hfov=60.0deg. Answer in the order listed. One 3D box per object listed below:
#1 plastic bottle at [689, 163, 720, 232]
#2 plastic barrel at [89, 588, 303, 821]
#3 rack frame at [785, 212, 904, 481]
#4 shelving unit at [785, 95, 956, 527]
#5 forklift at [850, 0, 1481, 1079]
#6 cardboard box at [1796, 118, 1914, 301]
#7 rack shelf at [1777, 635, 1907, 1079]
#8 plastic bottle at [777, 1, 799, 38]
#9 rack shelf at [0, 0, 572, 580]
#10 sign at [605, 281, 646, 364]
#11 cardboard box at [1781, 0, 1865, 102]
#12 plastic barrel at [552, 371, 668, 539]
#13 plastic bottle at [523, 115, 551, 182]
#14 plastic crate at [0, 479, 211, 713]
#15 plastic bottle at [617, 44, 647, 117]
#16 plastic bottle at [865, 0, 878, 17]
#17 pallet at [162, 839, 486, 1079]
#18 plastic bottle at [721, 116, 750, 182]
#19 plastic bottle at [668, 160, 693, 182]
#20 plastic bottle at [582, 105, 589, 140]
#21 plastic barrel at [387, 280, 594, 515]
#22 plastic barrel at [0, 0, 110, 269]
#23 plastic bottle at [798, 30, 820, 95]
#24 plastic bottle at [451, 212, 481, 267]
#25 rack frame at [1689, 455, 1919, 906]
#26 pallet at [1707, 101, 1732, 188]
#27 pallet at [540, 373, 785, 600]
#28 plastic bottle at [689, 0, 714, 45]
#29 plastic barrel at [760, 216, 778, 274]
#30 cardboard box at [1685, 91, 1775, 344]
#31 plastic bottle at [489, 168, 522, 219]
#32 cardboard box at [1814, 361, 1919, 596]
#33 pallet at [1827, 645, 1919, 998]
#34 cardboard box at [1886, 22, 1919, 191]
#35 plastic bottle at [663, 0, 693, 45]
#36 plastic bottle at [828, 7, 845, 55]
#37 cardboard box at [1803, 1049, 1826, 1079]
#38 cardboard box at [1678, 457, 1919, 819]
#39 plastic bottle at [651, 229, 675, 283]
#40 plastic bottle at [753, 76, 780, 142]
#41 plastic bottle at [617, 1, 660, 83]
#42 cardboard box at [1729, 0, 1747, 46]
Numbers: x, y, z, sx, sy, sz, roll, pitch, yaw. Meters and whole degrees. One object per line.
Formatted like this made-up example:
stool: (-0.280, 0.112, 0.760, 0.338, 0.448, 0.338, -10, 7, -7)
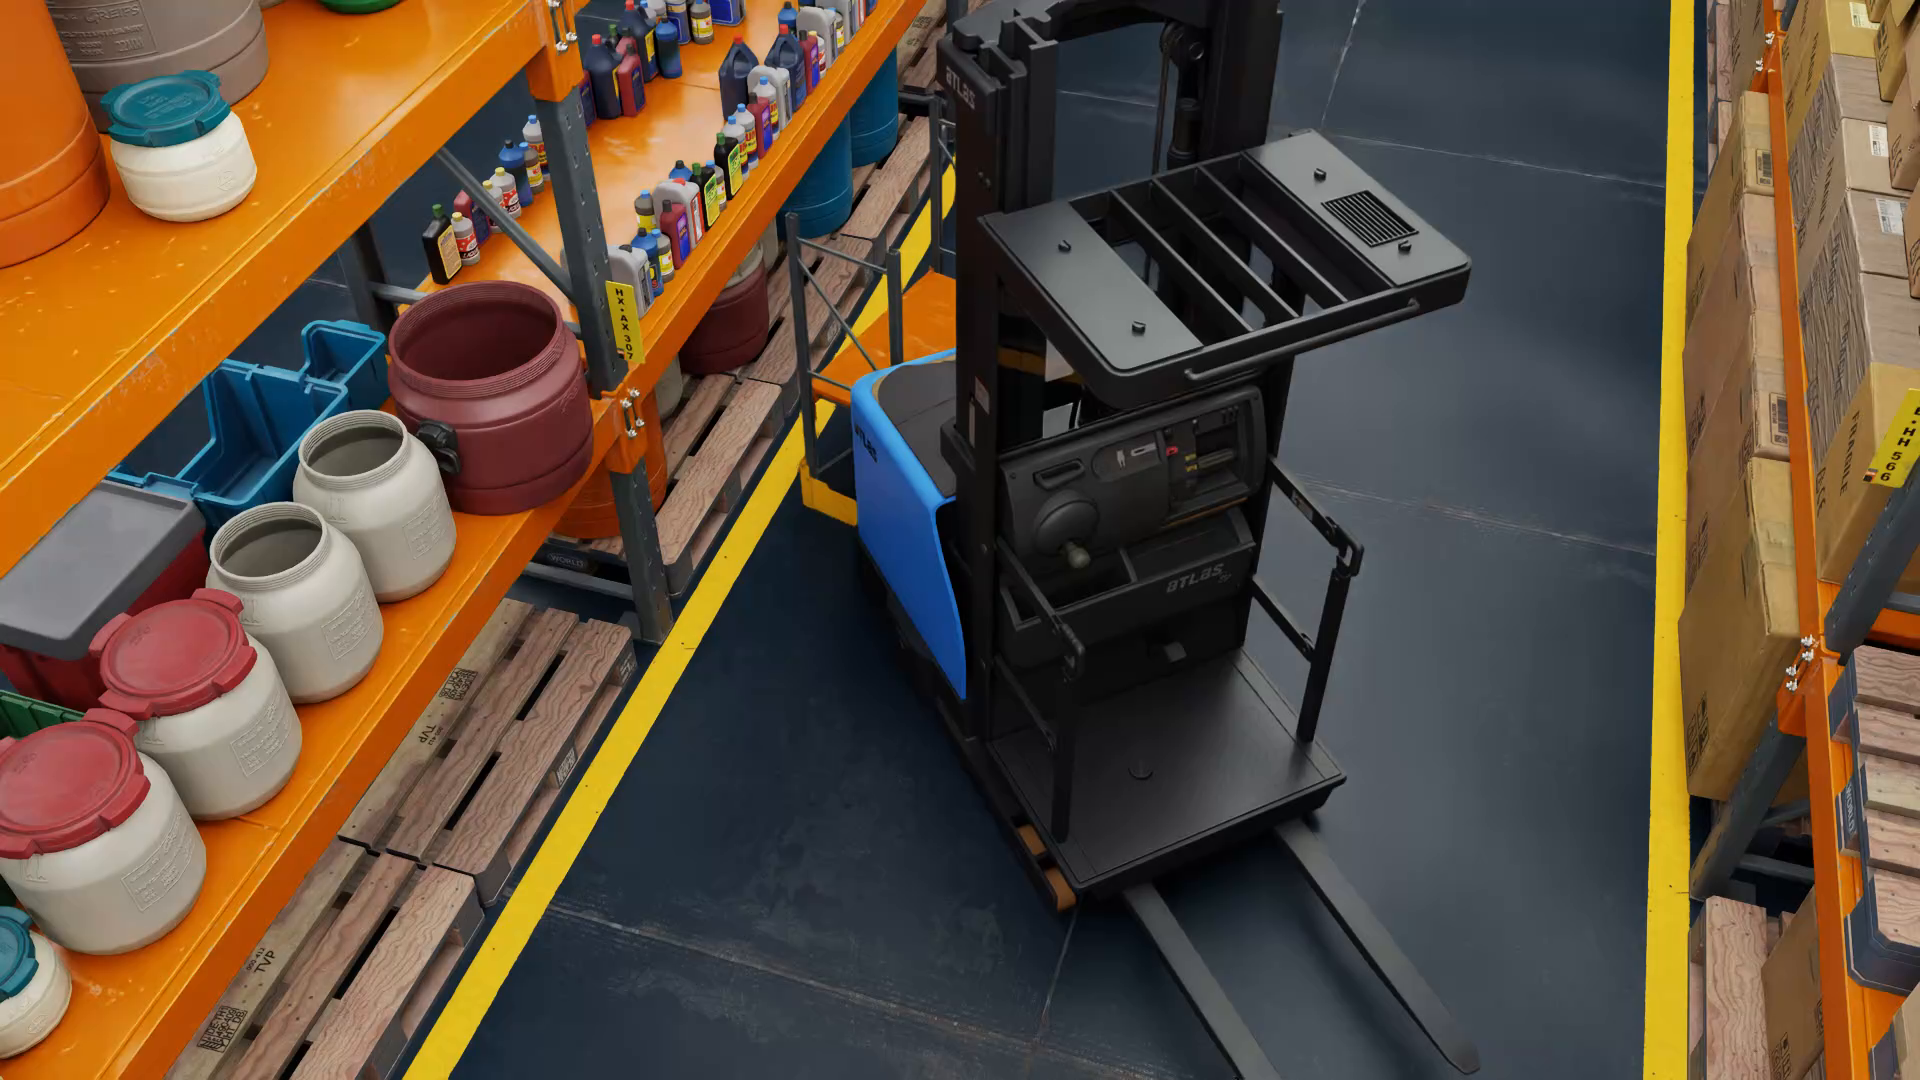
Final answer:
plastic bottle: (-0.997, -1.355, 6.473, 0.061, 0.283, 0.133, 13, 46, 13)
plastic barrel: (-2.020, 0.460, 4.437, 0.433, 0.535, 0.433, 0, 44, 0)
rack frame: (-0.438, -0.603, 6.692, 0.500, 1.500, 0.032, 23, 49, 22)
shelving unit: (-0.168, -0.911, 7.008, 0.587, 1.500, 1.083, 23, 49, 22)
forklift: (0.664, -0.106, 5.161, 1.130, 2.935, 3.031, -19, 47, -18)
cardboard box: (3.439, -1.174, 6.133, 0.500, 0.500, 0.500, 13, 46, 13)
rack shelf: (2.454, 1.850, 3.628, 1.077, 0.370, 4.000, 13, 46, 13)
plastic bottle: (-0.759, -2.268, 7.414, 0.097, 0.271, 0.097, 0, 44, 0)
rack shelf: (-2.266, -0.271, 3.651, 1.077, 0.370, 4.000, 13, 46, 13)
sign: (-1.134, -0.736, 5.639, 0.100, 0.325, 0.005, 13, 46, 13)
cardboard box: (3.894, -2.188, 7.169, 0.500, 0.500, 0.500, 13, 46, 13)
plastic barrel: (-1.528, -0.493, 6.760, 0.600, 0.830, 0.708, 13, 46, 13)
plastic bottle: (-1.704, -1.589, 6.721, 0.097, 0.271, 0.097, 0, 44, 0)
plastic crate: (-2.441, 0.200, 4.754, 0.402, 0.464, 0.583, 13, 46, 13)
plastic bottle: (-1.405, -1.962, 7.093, 0.061, 0.283, 0.133, 13, 46, 13)
plastic bottle: (-0.471, -2.632, 7.730, 0.144, 0.351, 0.185, 13, 46, 13)
pallet: (-2.303, 1.526, 5.438, 1.003, 0.211, 1.213, 13, 46, 13)
plastic bottle: (-0.910, -1.586, 6.717, 0.097, 0.271, 0.097, 0, 44, 0)
plastic bottle: (-1.078, -1.356, 6.482, 0.097, 0.271, 0.097, 0, 44, 0)
plastic bottle: (-1.616, -1.759, 6.944, 0.097, 0.201, 0.097, 0, 44, 0)
plastic barrel: (-1.512, -0.464, 5.381, 0.600, 0.536, 0.708, 13, 46, 13)
plastic barrel: (-2.314, -1.077, 3.653, 0.600, 0.830, 0.708, 13, 46, 13)
plastic bottle: (-0.661, -2.095, 7.228, 0.061, 0.283, 0.133, 13, 46, 13)
plastic bottle: (-1.892, -1.151, 6.323, 0.097, 0.201, 0.097, 0, 44, 0)
rack frame: (3.060, 0.260, 4.739, 1.000, 3.000, 0.127, 13, 46, 13)
pallet: (4.576, -1.900, 8.940, 1.003, 0.211, 1.213, 13, 46, 13)
pallet: (-1.461, -0.327, 7.332, 1.003, 0.211, 1.213, 13, 46, 13)
plastic bottle: (-1.178, -2.371, 7.569, 0.097, 0.201, 0.097, 0, 44, 0)
plastic barrel: (-1.101, -1.528, 8.044, 0.421, 0.512, 0.421, 0, 44, 0)
cardboard box: (4.097, -1.366, 7.619, 1.225, 0.875, 0.875, 13, 46, 13)
plastic bottle: (-1.793, -1.370, 6.546, 0.097, 0.201, 0.097, 0, 44, 0)
cardboard box: (2.973, -0.157, 5.093, 0.500, 0.500, 0.500, 14, 46, 14)
pallet: (2.946, 0.826, 4.297, 1.213, 0.211, 1.003, 13, 46, 13)
cardboard box: (3.694, -1.500, 5.749, 0.797, 0.503, 0.637, 14, 46, 14)
plastic bottle: (-1.303, -2.411, 7.557, 0.152, 0.276, 0.135, 13, 46, 13)
plastic bottle: (-0.573, -2.301, 7.497, 0.097, 0.201, 0.097, 0, 44, 0)
cardboard box: (2.720, 1.819, 4.618, 0.700, 0.500, 0.500, 9, 45, 9)
cardboard box: (3.289, 0.414, 5.800, 1.225, 0.875, 0.875, 11, 45, 11)
plastic bottle: (-1.130, -1.074, 6.244, 0.097, 0.201, 0.097, 0, 44, 0)
plastic bottle: (-0.810, -1.804, 6.940, 0.097, 0.271, 0.097, 0, 44, 0)
plastic bottle: (-1.414, -2.203, 7.290, 0.144, 0.351, 0.185, 13, 46, 13)
cardboard box: (5.090, -3.413, 9.711, 0.875, 0.875, 0.875, 13, 46, 13)
